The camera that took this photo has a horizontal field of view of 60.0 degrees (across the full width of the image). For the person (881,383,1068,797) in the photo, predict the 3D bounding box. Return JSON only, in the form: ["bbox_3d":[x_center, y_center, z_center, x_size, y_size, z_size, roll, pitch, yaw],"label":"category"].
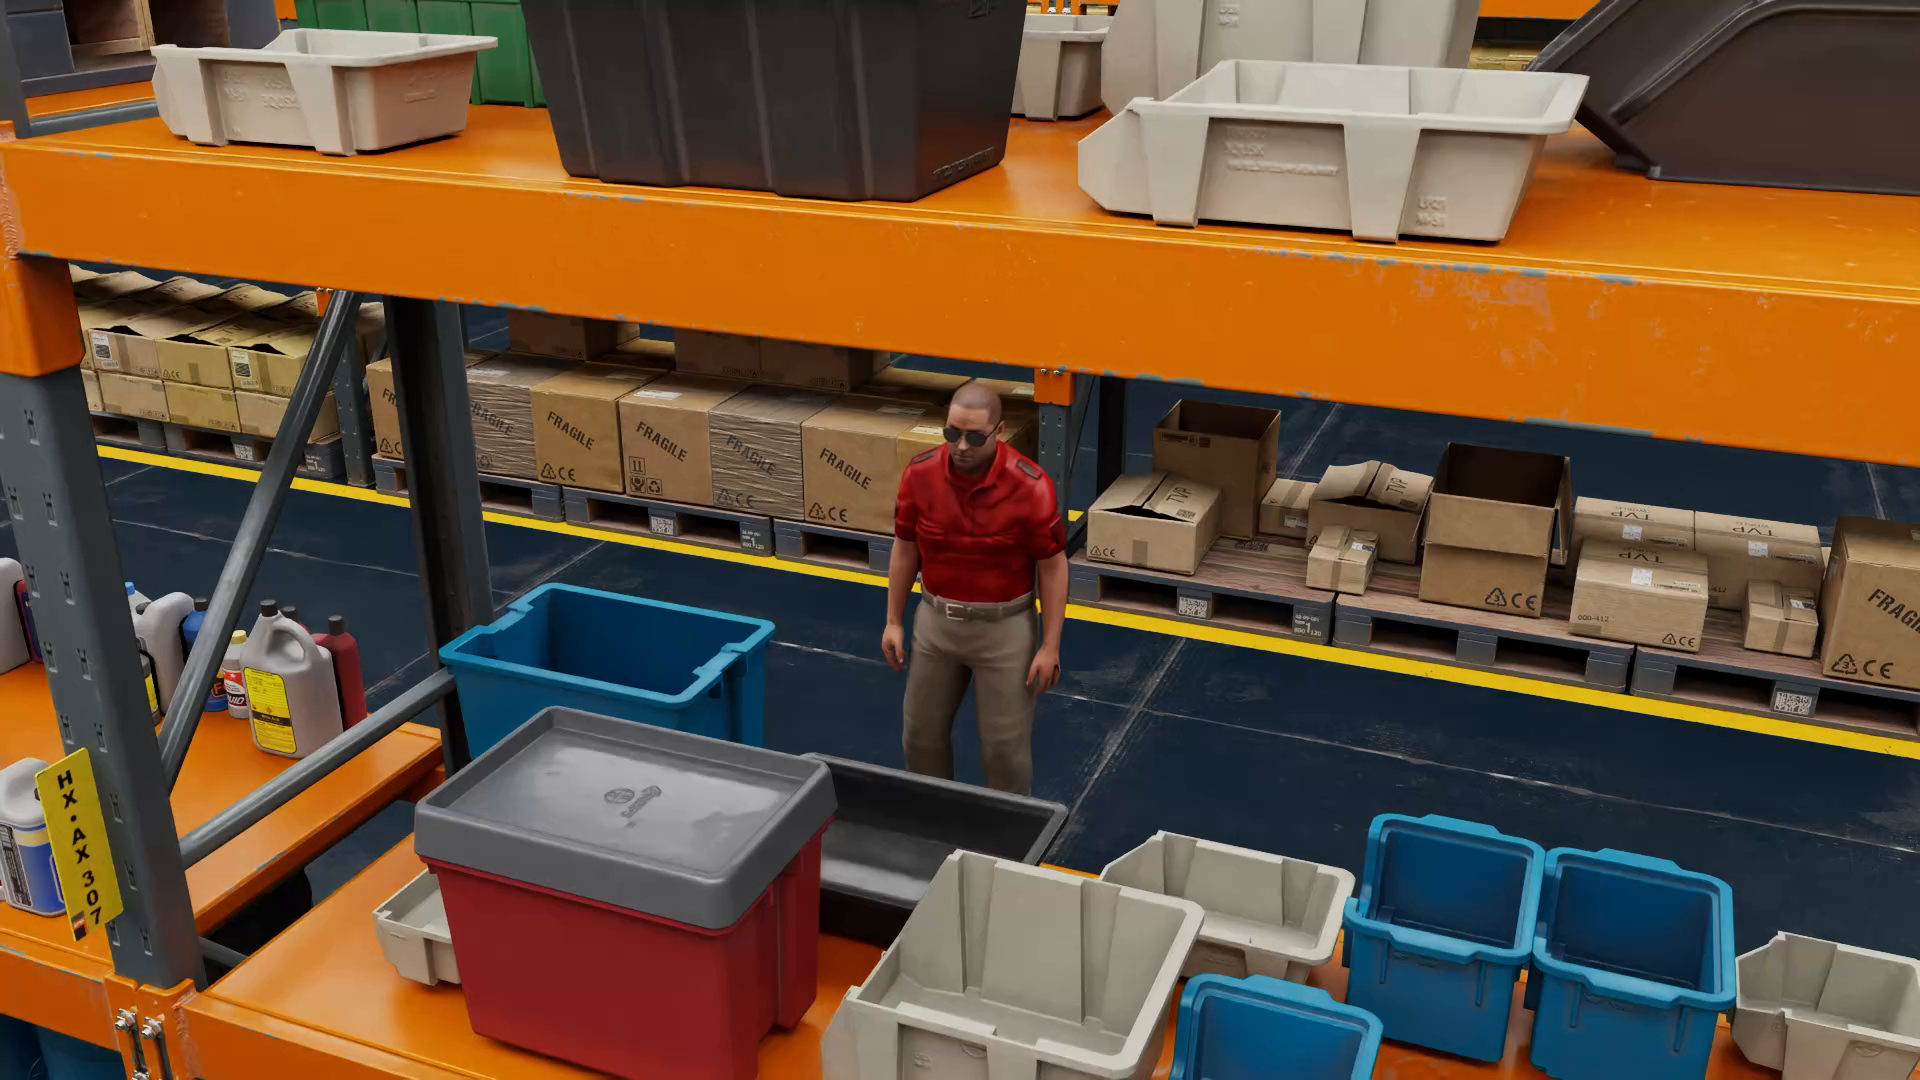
[{"bbox_3d":[0.042,0.314,5.339,0.599,1.727,0.390,8,23,18],"label":"person"}]
